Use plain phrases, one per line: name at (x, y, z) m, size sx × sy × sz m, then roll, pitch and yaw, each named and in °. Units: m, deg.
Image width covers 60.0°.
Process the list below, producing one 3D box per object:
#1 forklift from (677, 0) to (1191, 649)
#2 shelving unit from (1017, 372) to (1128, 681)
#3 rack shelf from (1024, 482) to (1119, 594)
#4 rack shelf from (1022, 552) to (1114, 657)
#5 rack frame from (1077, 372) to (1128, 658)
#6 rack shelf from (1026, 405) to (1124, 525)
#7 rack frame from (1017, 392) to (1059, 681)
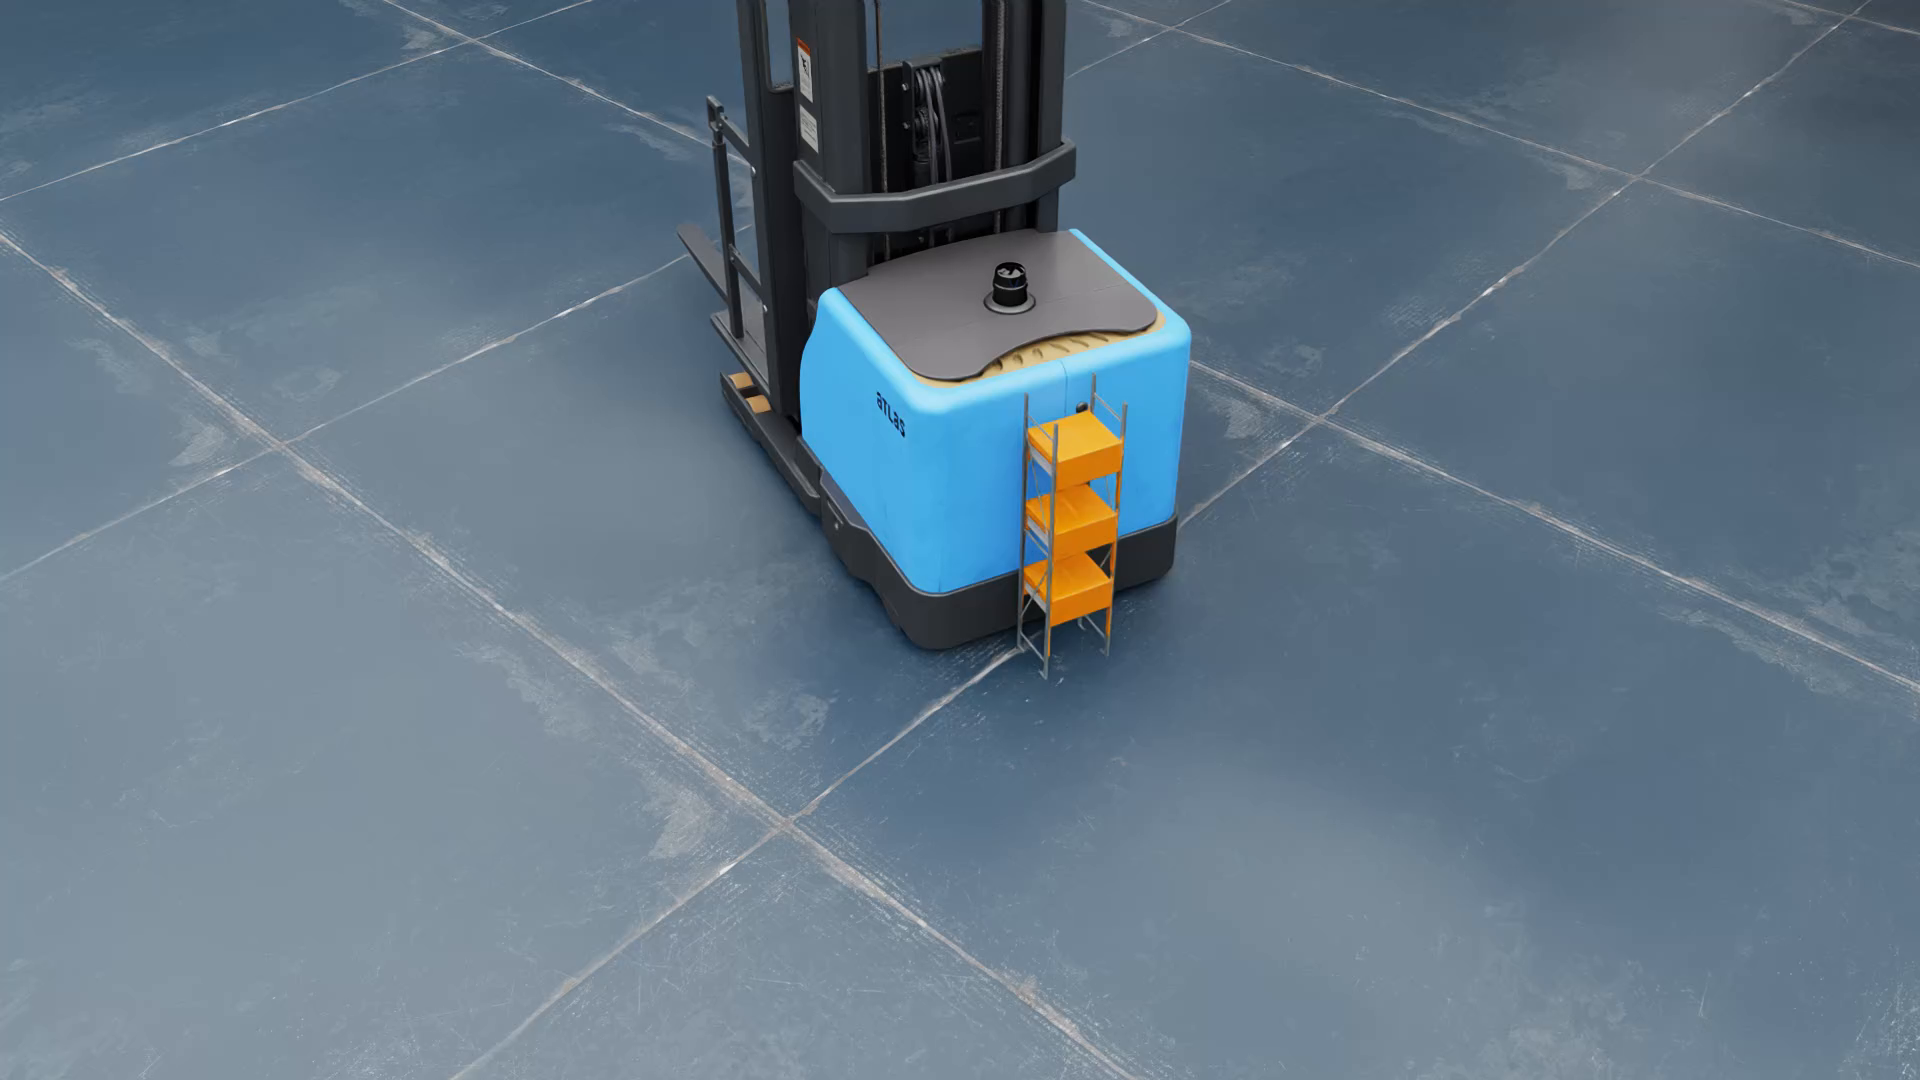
forklift at (-0.337, -1.683, 6.012) m, size 1.130 × 2.935 × 3.031 m, roll -17°, pitch 42°, yaw -21°
shelving unit at (0.356, -0.025, 5.438) m, size 0.252 × 1.050 × 0.215 m, roll -18°, pitch 42°, yaw -21°
rack shelf at (0.356, -0.017, 5.444) m, size 0.240 × 0.259 × 0.215 m, roll -18°, pitch 42°, yaw -21°
rack shelf at (0.356, 0.201, 5.617) m, size 0.240 × 0.259 × 0.215 m, roll -18°, pitch 42°, yaw -21°
rack frame at (0.464, -0.060, 5.482) m, size 0.008 × 1.050 × 0.200 m, roll -18°, pitch 42°, yaw -21°
rack shelf at (0.356, -0.239, 5.268) m, size 0.240 × 0.259 × 0.215 m, roll -18°, pitch 42°, yaw -21°
rack frame at (0.248, 0.010, 5.394) m, size 0.008 × 1.050 × 0.200 m, roll -18°, pitch 42°, yaw -21°
